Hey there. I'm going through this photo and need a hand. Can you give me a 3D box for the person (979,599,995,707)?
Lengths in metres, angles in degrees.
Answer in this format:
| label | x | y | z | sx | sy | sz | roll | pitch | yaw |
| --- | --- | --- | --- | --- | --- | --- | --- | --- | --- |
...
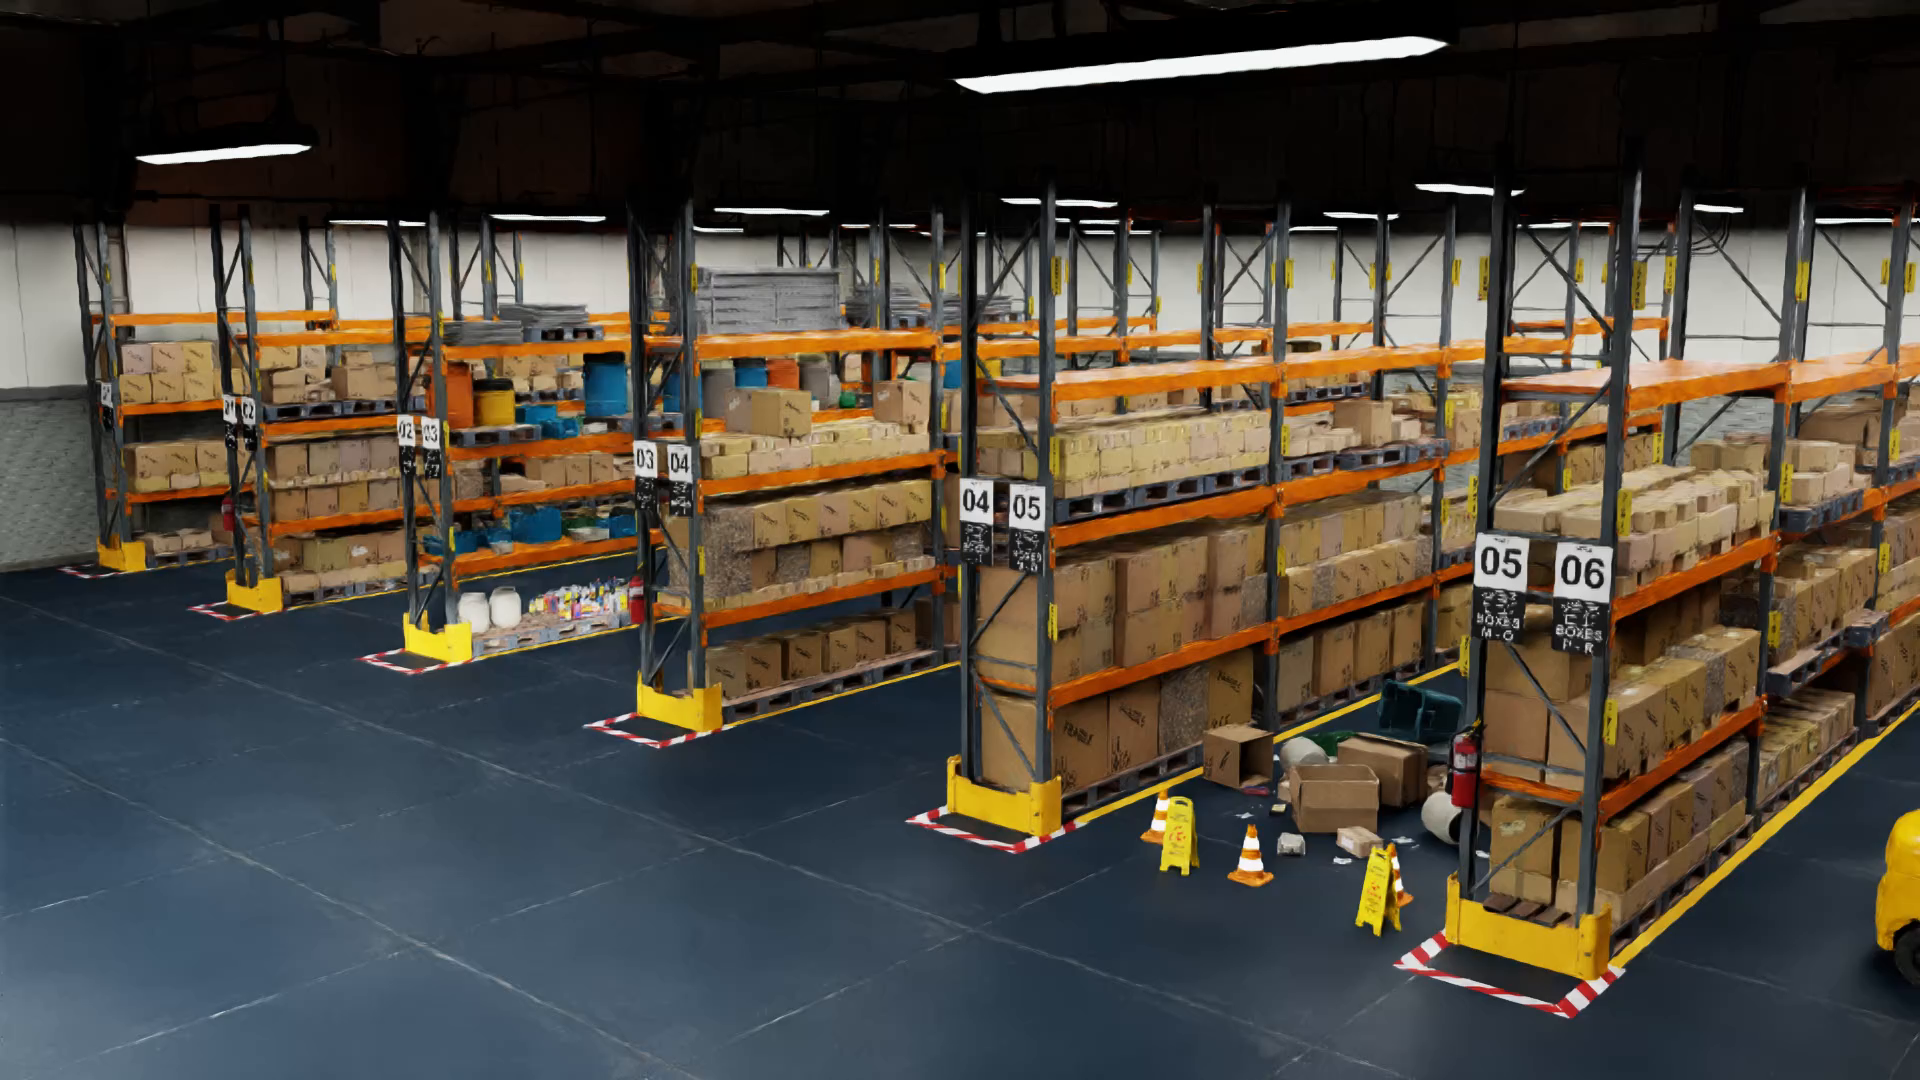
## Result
| label | x | y | z | sx | sy | sz | roll | pitch | yaw |
| --- | --- | --- | --- | --- | --- | --- | --- | --- | --- |
| person | 0.468 | 1.042 | 18.176 | 0.682 | 1.715 | 0.542 | 8 | 12 | 38 |
